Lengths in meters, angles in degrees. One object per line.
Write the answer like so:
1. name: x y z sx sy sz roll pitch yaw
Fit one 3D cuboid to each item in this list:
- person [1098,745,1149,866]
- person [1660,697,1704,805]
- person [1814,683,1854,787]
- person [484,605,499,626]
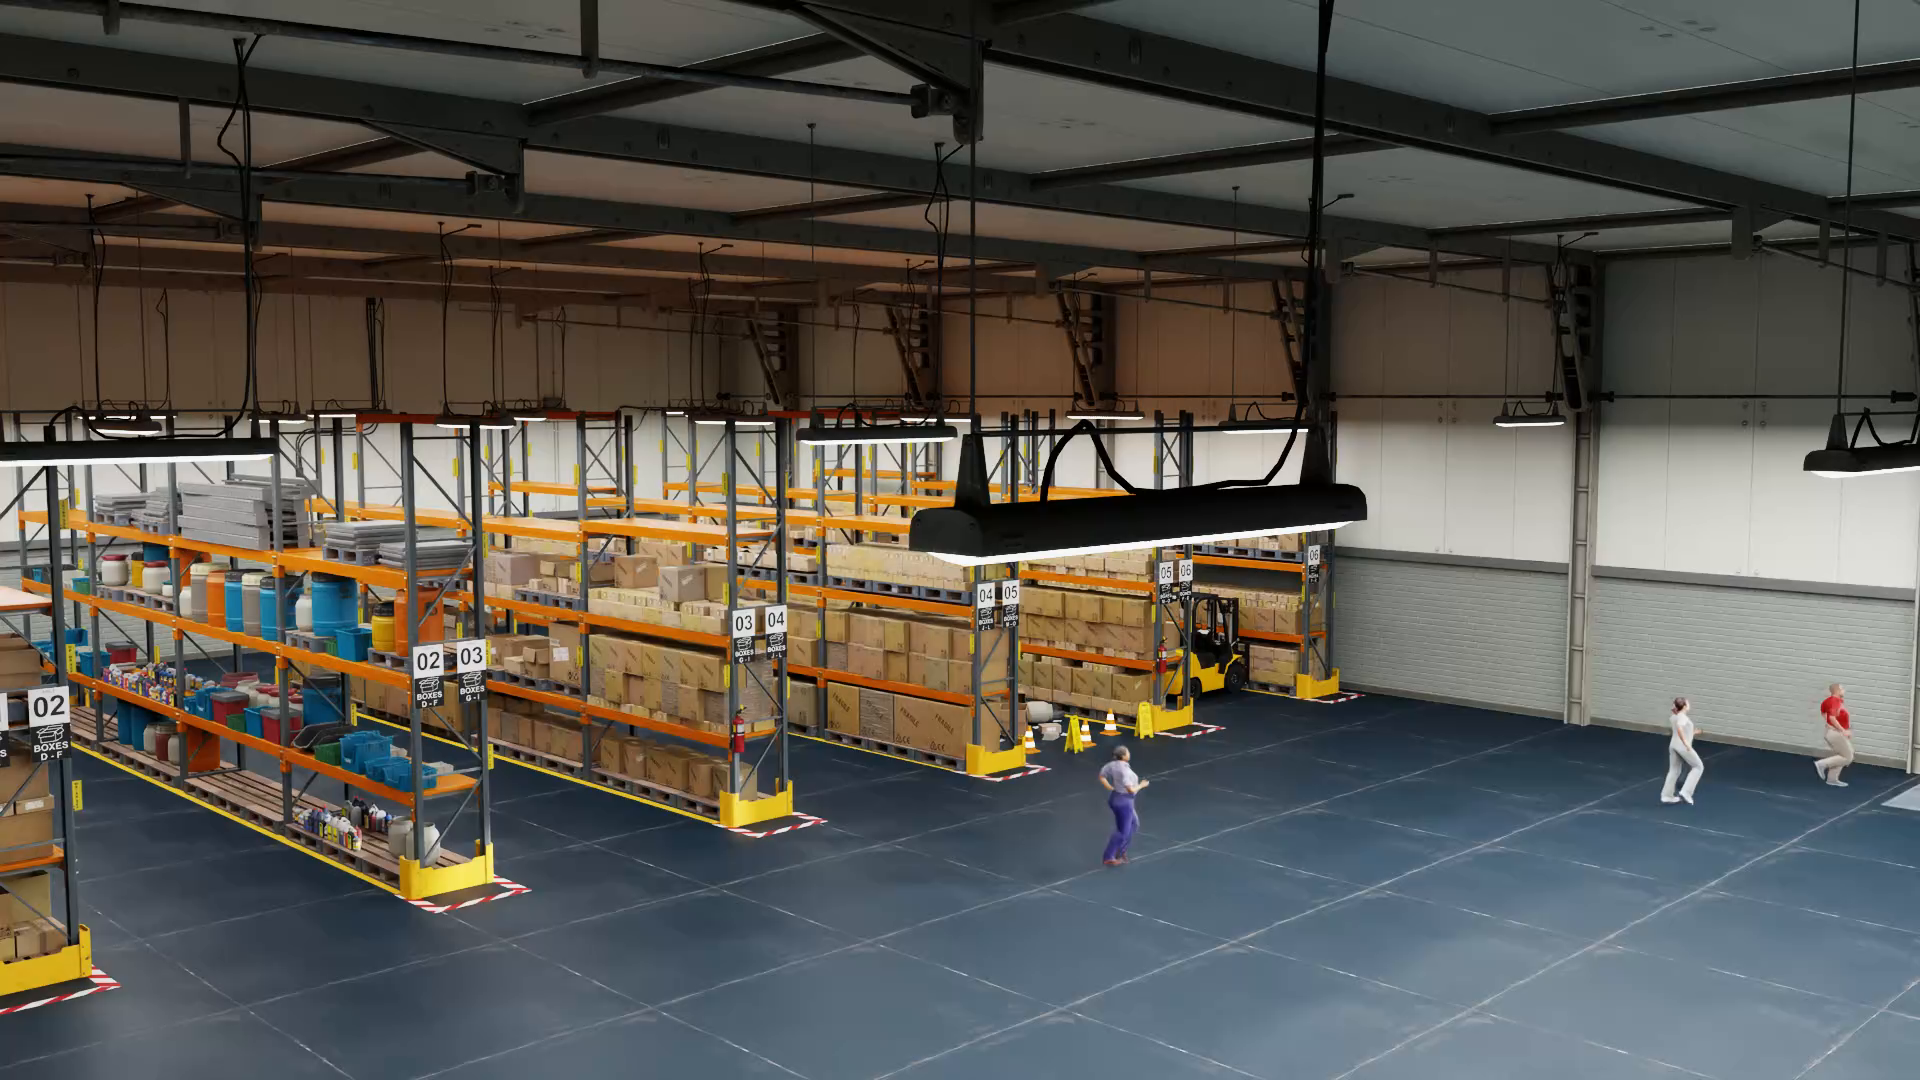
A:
1. person: 2.205 3.582 22.373 0.661 1.676 0.586 -1 5 -17
2. person: 11.178 3.261 25.738 0.661 1.679 0.546 -1 5 -14
3. person: 14.162 3.160 26.960 0.599 1.684 0.670 1 5 11
4. person: -11.530 1.967 40.384 0.712 1.735 0.583 5 7 45
